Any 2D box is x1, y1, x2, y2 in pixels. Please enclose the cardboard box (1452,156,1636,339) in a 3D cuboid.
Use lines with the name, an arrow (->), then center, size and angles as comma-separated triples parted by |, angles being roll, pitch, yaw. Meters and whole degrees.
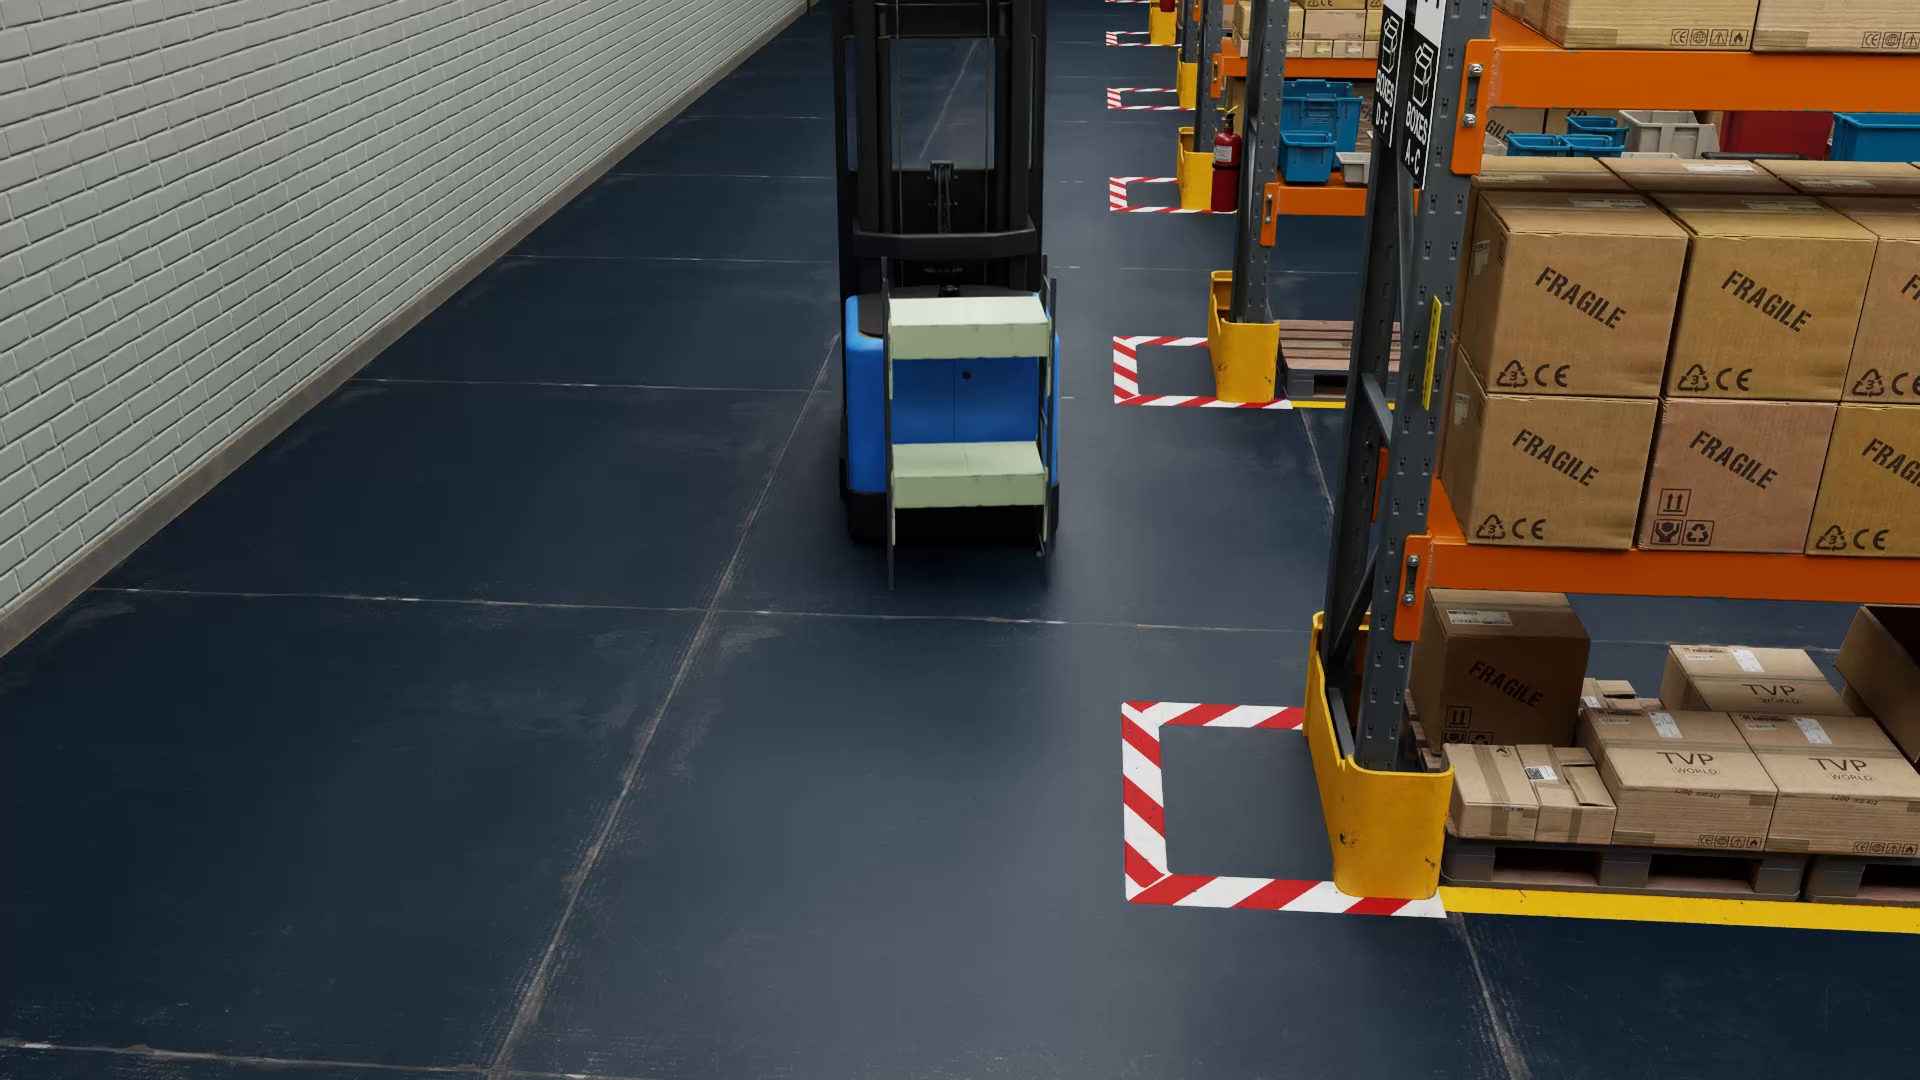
cardboard box -> 1.898, -0.984, 5.575 | 0.500, 0.500, 0.500 | 2, 25, 4

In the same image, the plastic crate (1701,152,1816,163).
plastic crate -> 4.668, -2.146, 9.674 | 0.590, 0.125, 0.437 | 2, 25, 4

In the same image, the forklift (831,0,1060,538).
forklift -> -0.122, -1.917, 9.000 | 1.130, 2.935, 3.031 | -2, 25, -3

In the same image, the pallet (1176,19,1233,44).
pallet -> 3.757, -7.383, 24.133 | 1.213, 0.211, 1.003 | 2, 25, 4

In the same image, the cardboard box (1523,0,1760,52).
cardboard box -> 1.926, -1.556, 4.725 | 0.500, 0.250, 0.500 | 2, 25, 4

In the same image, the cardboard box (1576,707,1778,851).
cardboard box -> 2.452, 0.817, 5.740 | 0.500, 0.250, 0.500 | 2, 25, 4

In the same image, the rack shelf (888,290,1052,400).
rack shelf -> 0.032, -0.888, 7.541 | 0.720, 0.370, 0.431 | -2, 25, -3

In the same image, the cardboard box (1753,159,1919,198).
cardboard box -> 2.919, -0.953, 5.508 | 0.500, 0.500, 0.500 | 3, 25, 5

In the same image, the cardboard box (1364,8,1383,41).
cardboard box -> 3.673, -4.420, 14.182 | 0.500, 0.250, 0.500 | 1, 25, 2

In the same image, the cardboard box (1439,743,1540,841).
cardboard box -> 1.824, 0.868, 5.750 | 0.250, 0.149, 0.380 | 2, 25, 4

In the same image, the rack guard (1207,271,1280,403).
rack guard -> 1.791, -1.308, 10.585 | 0.348, 0.500, 1.175 | 2, 25, 4

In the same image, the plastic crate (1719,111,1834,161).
plastic crate -> 4.933, -2.510, 10.058 | 0.583, 0.464, 0.402 | 2, 25, 4

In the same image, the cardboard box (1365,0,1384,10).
cardboard box -> 3.669, -4.762, 14.028 | 0.500, 0.500, 0.500 | 1, 25, 3

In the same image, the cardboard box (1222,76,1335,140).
cardboard box -> 2.839, -3.751, 14.943 | 0.875, 0.875, 0.875 | 2, 25, 4

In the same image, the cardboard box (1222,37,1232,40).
cardboard box -> 3.223, -5.831, 19.621 | 0.250, 0.149, 0.380 | 2, 25, 5

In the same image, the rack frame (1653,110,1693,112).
rack frame -> 6.183, -4.385, 14.281 | 0.127, 3.000, 1.000 | 2, 25, 4

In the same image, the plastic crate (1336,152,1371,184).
plastic crate -> 2.350, -2.166, 9.703 | 0.298, 0.136, 0.250 | 2, 25, 4

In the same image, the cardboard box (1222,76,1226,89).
cardboard box -> 3.174, -5.322, 19.226 | 0.250, 0.149, 0.380 | 2, 25, 5

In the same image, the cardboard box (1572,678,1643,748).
cardboard box -> 2.391, 0.669, 6.162 | 0.250, 0.166, 0.380 | 2, 25, 4

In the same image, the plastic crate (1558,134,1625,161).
plastic crate -> 3.649, -2.203, 9.667 | 0.300, 0.233, 0.416 | 2, 25, 4

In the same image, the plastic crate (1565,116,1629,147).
plastic crate -> 3.883, -2.441, 10.185 | 0.300, 0.233, 0.416 | 2, 25, 4

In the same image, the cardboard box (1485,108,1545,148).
cardboard box -> 4.634, -3.693, 14.818 | 0.875, 0.875, 0.875 | 2, 25, 4

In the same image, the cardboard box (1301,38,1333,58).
cardboard box -> 3.035, -4.234, 14.254 | 0.250, 0.149, 0.380 | 1, 25, 3

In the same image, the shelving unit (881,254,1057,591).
shelving unit -> 0.032, -0.533, 7.705 | 0.755, 1.500, 0.431 | -2, 25, -3

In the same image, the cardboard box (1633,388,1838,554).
cardboard box -> 2.370, -0.291, 5.265 | 0.500, 0.500, 0.500 | 2, 25, 3

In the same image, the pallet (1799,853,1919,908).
pallet -> 3.517, 0.951, 6.022 | 1.213, 0.211, 1.003 | 2, 25, 4

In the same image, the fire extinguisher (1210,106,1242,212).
fire extinguisher -> 1.700, -2.438, 10.589 | 0.183, 0.674, 0.296 | 2, 25, 4

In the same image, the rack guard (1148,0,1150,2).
rack guard -> 3.406, -9.574, 28.549 | 0.348, 0.500, 1.175 | 2, 25, 4

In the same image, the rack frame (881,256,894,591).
rack frame -> -0.334, -0.523, 7.683 | 0.023, 1.500, 0.400 | -2, 25, -3

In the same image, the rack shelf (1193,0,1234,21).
rack shelf -> 4.670, -6.186, 19.056 | 4.000, 0.370, 1.077 | 2, 25, 4

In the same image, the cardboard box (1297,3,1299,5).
cardboard box -> 3.204, -4.658, 14.699 | 0.500, 0.250, 0.500 | 1, 25, 3

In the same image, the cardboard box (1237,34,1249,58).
cardboard box -> 2.524, -4.250, 14.288 | 0.250, 0.149, 0.380 | 2, 25, 5

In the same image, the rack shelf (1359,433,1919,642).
rack shelf -> 3.427, 0.007, 5.598 | 4.000, 0.370, 1.077 | 2, 25, 4

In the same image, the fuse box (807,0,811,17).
fuse box -> -2.364, -9.099, 26.068 | 0.414, 1.711, 0.539 | 2, 25, 4

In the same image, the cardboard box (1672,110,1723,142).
cardboard box -> 6.823, -3.598, 14.611 | 0.875, 0.875, 1.225 | 2, 25, 4

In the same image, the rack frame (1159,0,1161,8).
rack frame -> 2.954, -8.643, 23.535 | 0.127, 3.000, 1.000 | 2, 25, 4

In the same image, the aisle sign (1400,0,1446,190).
aisle sign -> 1.343, -1.445, 4.782 | 0.004, 0.787, 0.394 | 2, 25, 4

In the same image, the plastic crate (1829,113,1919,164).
plastic crate -> 5.313, -2.213, 9.509 | 0.575, 0.384, 0.392 | 2, 25, 4

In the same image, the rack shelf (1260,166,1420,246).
rack shelf -> 3.810, -2.057, 10.084 | 4.000, 0.370, 1.077 | 2, 25, 4

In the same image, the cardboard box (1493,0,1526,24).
cardboard box -> 1.965, -1.772, 5.194 | 0.500, 0.250, 0.500 | 2, 25, 4

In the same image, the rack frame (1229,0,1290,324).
rack frame -> 1.816, -2.448, 10.073 | 0.127, 3.000, 1.000 | 2, 25, 4

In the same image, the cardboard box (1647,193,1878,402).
cardboard box -> 2.377, -0.746, 5.057 | 0.500, 0.500, 0.500 | 2, 25, 5

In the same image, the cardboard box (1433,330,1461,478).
cardboard box -> 1.900, -0.528, 5.781 | 0.500, 0.500, 0.500 | 3, 25, 6

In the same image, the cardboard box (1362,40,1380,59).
cardboard box -> 3.549, -4.217, 14.218 | 0.250, 0.149, 0.380 | 1, 25, 3

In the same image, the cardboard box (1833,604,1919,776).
cardboard box -> 3.548, 0.620, 5.864 | 0.637, 0.503, 0.797 | 2, 25, 4

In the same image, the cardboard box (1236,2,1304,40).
cardboard box -> 2.653, -4.452, 14.250 | 0.500, 0.250, 0.500 | 1, 25, 3

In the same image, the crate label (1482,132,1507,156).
crate label -> 3.210, -2.391, 10.192 | 0.243, 0.136, 0.396 | 2, 25, 4

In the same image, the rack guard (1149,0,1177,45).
rack guard -> 2.930, -7.508, 24.059 | 0.348, 0.500, 1.175 | 2, 25, 4
